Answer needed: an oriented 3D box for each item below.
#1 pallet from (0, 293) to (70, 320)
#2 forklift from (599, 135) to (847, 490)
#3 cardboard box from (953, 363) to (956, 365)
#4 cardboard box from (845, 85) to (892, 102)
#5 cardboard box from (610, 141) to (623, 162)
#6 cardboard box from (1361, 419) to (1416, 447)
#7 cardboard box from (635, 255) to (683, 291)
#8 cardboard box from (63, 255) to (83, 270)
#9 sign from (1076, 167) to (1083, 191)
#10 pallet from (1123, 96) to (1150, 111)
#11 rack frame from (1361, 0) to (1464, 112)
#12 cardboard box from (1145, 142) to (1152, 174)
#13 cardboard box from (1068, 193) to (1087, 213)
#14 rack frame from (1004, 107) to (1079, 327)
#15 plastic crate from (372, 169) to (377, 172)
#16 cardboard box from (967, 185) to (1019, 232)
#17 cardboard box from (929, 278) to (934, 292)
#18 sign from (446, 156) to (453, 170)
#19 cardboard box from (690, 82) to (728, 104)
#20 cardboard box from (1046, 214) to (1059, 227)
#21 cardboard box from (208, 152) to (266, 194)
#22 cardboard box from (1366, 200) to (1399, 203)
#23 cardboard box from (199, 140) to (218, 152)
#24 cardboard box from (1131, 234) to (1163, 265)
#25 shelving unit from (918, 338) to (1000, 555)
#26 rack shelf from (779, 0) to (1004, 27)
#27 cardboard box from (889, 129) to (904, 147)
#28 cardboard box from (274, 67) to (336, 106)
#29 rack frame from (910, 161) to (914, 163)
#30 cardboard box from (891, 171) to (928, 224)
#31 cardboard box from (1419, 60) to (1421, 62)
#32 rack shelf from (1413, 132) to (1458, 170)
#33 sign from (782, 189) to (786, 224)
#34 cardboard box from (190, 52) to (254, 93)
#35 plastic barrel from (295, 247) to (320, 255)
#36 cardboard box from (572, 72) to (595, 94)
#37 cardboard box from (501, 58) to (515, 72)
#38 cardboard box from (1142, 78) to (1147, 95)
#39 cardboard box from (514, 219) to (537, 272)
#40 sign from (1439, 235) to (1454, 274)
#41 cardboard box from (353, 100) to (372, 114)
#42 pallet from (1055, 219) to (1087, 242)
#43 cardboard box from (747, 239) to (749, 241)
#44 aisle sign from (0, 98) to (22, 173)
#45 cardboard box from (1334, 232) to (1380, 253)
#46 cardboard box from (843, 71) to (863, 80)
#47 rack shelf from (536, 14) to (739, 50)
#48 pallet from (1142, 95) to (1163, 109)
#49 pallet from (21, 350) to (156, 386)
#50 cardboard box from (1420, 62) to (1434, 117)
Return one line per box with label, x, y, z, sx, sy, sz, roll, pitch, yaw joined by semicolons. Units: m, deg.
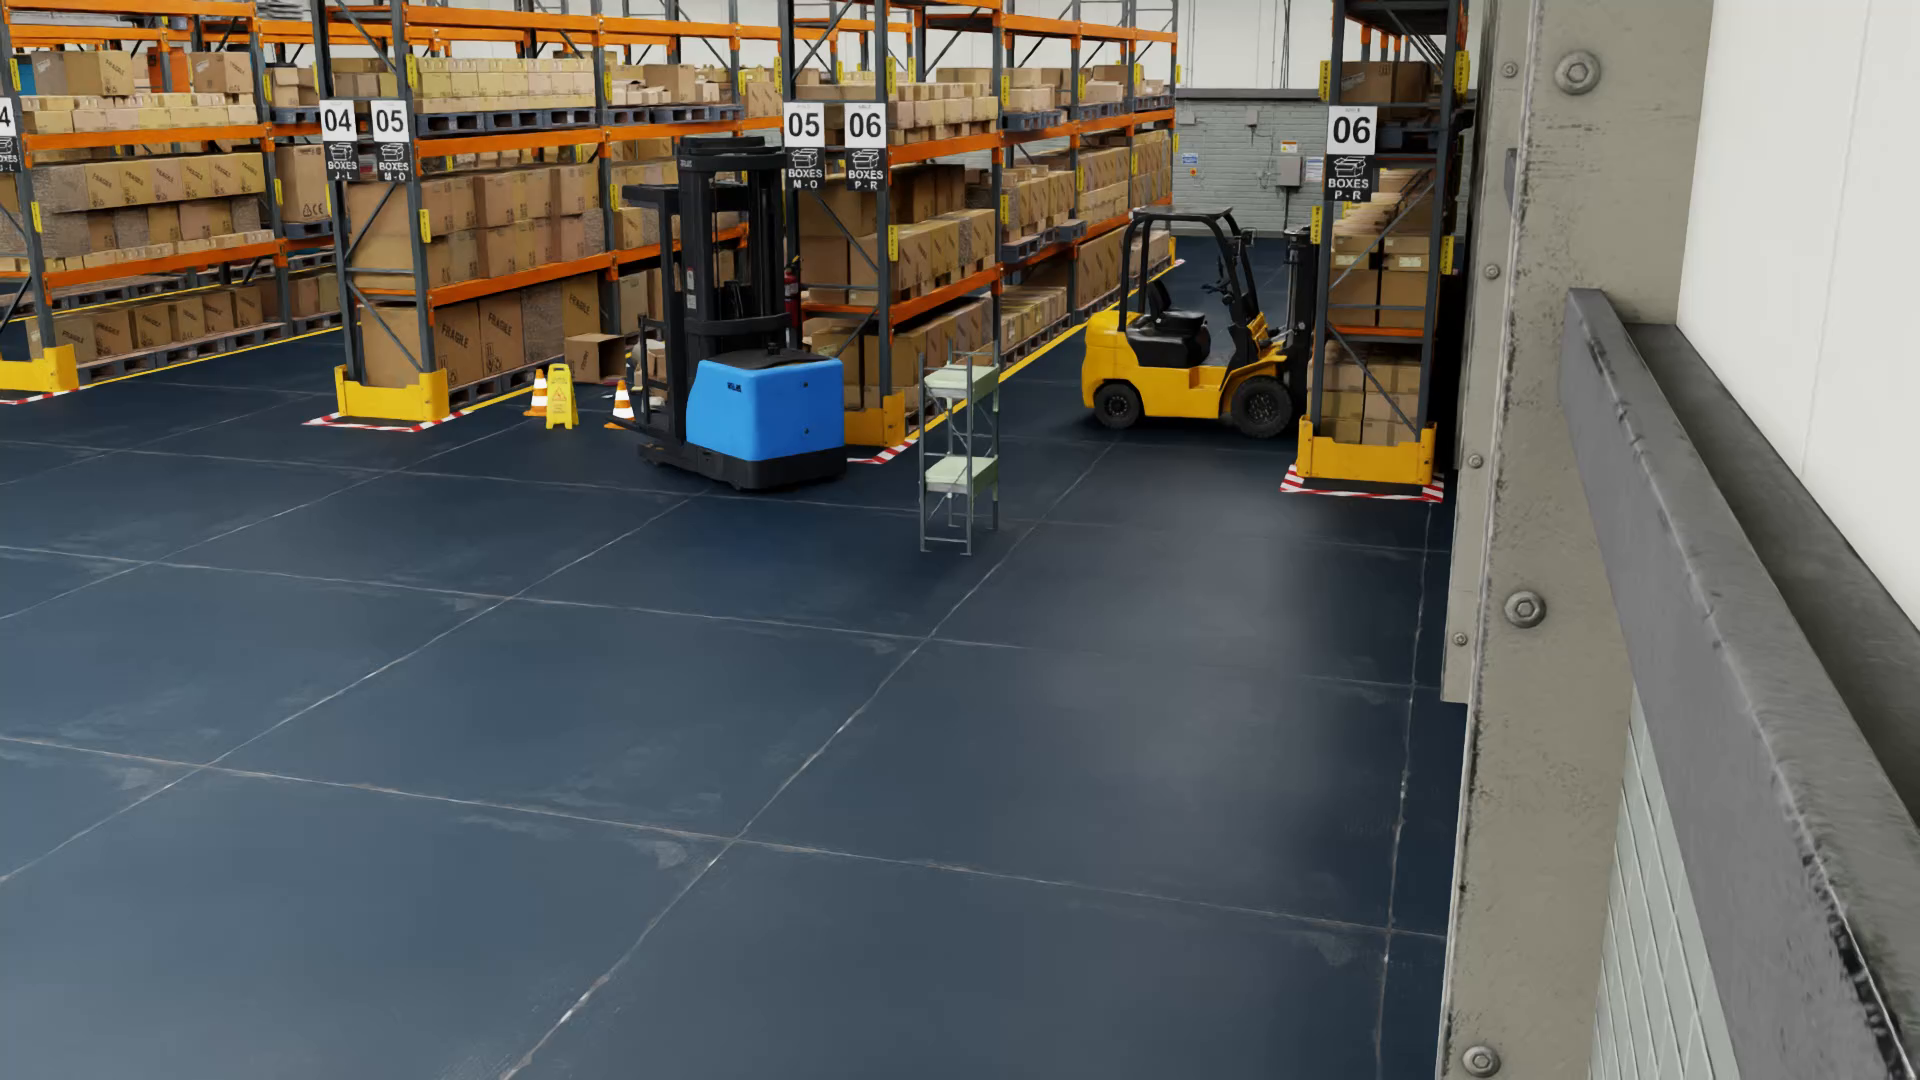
pallet;-14.077;-3.466;24.662;1.003;0.211;1.213;5;16;16
forklift;-2.327;-2.171;15.111;1.130;2.935;3.031;-13;20;-38
cardboard box;-0.360;-1.746;17.756;0.500;0.250;0.500;6;17;20
cardboard box;-0.853;-4.183;15.582;0.380;0.149;0.250;5;16;15
cardboard box;-6.568;-7.110;30.755;0.500;0.500;0.500;4;16;14
cardboard box;3.938;-1.009;15.158;0.500;0.250;0.500;5;16;16
cardboard box;-4.155;-3.589;23.338;1.050;0.750;0.750;5;17;17
cardboard box;-10.252;-3.168;18.961;0.380;0.149;0.250;5;16;16
sign;1.647;-4.972;22.886;0.100;0.325;0.005;5;16;16
pallet;2.504;-7.153;27.217;1.003;0.211;1.213;5;16;16
rack frame;4.748;-5.949;17.311;1.000;3.000;0.127;5;16;16
cardboard box;2.934;-6.439;28.019;0.500;0.500;0.500;5;17;17
cardboard box;1.505;-4.775;23.525;0.500;0.250;0.500;5;16;15
rack frame;1.124;-4.493;23.173;1.000;3.000;0.127;5;16;16
plastic crate;-11.379;-7.049;32.292;0.437;0.282;0.530;5;16;16
cardboard box;0.396;-3.940;19.726;0.500;0.500;0.500;5;17;17
cardboard box;-0.485;-2.615;17.013;0.380;0.149;0.250;5;17;17
sign;-7.854;-5.741;25.595;0.100;0.325;0.005;5;16;16
cardboard box;-3.732;-6.511;24.606;0.500;0.500;0.500;5;16;16
cardboard box;1.077;-4.187;21.784;0.380;0.149;0.250;5;17;17
cardboard box;-9.378;-4.748;21.512;0.500;0.500;0.500;5;16;16
cardboard box;5.155;-4.070;20.310;0.380;0.149;0.250;5;17;17
cardboard box;-15.749;-8.247;34.392;0.500;0.500;0.500;5;17;17
cardboard box;3.054;-5.135;29.362;0.875;0.438;0.875;5;17;17
shelving unit;-0.002;-0.720;12.619;0.431;1.500;0.755;5;16;16
rack shelf;-0.581;-5.462;16.919;1.077;0.370;4.000;5;16;16
cardboard box;-0.744;-3.784;15.636;0.380;0.149;0.250;5;16;16
cardboard box;-9.018;-6.272;22.988;0.797;0.503;0.637;5;17;18
rack frame;-1.377;-6.943;31.812;1.000;3.000;0.127;5;16;16
cardboard box;-0.741;-3.616;17.520;0.700;0.500;0.500;5;16;16
cardboard box;7.000;-6.985;24.665;0.396;0.266;0.258;4;16;15
rack shelf;5.316;-4.683;19.663;1.077;0.370;4.000;5;16;16
sign;-1.676;-3.157;15.763;0.100;0.325;0.005;5;16;16
cardboard box;-9.397;-5.952;21.176;0.500;0.500;0.500;4;16;14
plastic barrel;-12.160;-5.744;30.658;0.600;0.901;0.708;5;16;16
cardboard box;-4.681;-5.419;19.719;0.500;0.250;0.500;4;16;15
cardboard box;-5.089;-5.175;18.128;0.380;0.149;0.250;5;17;17
cardboard box;2.924;-7.849;28.717;0.500;0.311;0.500;5;17;17
cardboard box;-5.336;-3.354;18.884;0.875;0.550;0.500;5;16;16
sign;4.141;-2.426;14.154;0.100;0.325;0.005;5;16;16
cardboard box;-6.154;-4.443;17.007;0.380;0.149;0.250;5;16;16
pallet;1.024;-4.206;22.513;1.213;0.211;1.003;5;16;16
cardboard box;-3.078;-4.505;25.652;0.500;0.250;0.500;4;16;15
aisle sign;-10.381;-4.380;18.009;0.394;0.787;0.004;5;16;16
cardboard box;3.511;-2.629;14.685;0.380;0.149;0.250;5;16;16
cardboard box;-1.901;-8.030;28.773;0.380;0.149;0.250;4;16;14
rack shelf;-4.219;-6.675;21.922;1.077;0.370;4.000;5;16;16
pallet;2.852;-7.471;28.339;1.003;0.211;1.213;5;16;16
pallet;-10.364;-2.057;19.694;1.003;0.211;1.213;5;16;16
cardboard box;4.093;-4.304;15.867;0.797;0.503;0.637;5;17;18
